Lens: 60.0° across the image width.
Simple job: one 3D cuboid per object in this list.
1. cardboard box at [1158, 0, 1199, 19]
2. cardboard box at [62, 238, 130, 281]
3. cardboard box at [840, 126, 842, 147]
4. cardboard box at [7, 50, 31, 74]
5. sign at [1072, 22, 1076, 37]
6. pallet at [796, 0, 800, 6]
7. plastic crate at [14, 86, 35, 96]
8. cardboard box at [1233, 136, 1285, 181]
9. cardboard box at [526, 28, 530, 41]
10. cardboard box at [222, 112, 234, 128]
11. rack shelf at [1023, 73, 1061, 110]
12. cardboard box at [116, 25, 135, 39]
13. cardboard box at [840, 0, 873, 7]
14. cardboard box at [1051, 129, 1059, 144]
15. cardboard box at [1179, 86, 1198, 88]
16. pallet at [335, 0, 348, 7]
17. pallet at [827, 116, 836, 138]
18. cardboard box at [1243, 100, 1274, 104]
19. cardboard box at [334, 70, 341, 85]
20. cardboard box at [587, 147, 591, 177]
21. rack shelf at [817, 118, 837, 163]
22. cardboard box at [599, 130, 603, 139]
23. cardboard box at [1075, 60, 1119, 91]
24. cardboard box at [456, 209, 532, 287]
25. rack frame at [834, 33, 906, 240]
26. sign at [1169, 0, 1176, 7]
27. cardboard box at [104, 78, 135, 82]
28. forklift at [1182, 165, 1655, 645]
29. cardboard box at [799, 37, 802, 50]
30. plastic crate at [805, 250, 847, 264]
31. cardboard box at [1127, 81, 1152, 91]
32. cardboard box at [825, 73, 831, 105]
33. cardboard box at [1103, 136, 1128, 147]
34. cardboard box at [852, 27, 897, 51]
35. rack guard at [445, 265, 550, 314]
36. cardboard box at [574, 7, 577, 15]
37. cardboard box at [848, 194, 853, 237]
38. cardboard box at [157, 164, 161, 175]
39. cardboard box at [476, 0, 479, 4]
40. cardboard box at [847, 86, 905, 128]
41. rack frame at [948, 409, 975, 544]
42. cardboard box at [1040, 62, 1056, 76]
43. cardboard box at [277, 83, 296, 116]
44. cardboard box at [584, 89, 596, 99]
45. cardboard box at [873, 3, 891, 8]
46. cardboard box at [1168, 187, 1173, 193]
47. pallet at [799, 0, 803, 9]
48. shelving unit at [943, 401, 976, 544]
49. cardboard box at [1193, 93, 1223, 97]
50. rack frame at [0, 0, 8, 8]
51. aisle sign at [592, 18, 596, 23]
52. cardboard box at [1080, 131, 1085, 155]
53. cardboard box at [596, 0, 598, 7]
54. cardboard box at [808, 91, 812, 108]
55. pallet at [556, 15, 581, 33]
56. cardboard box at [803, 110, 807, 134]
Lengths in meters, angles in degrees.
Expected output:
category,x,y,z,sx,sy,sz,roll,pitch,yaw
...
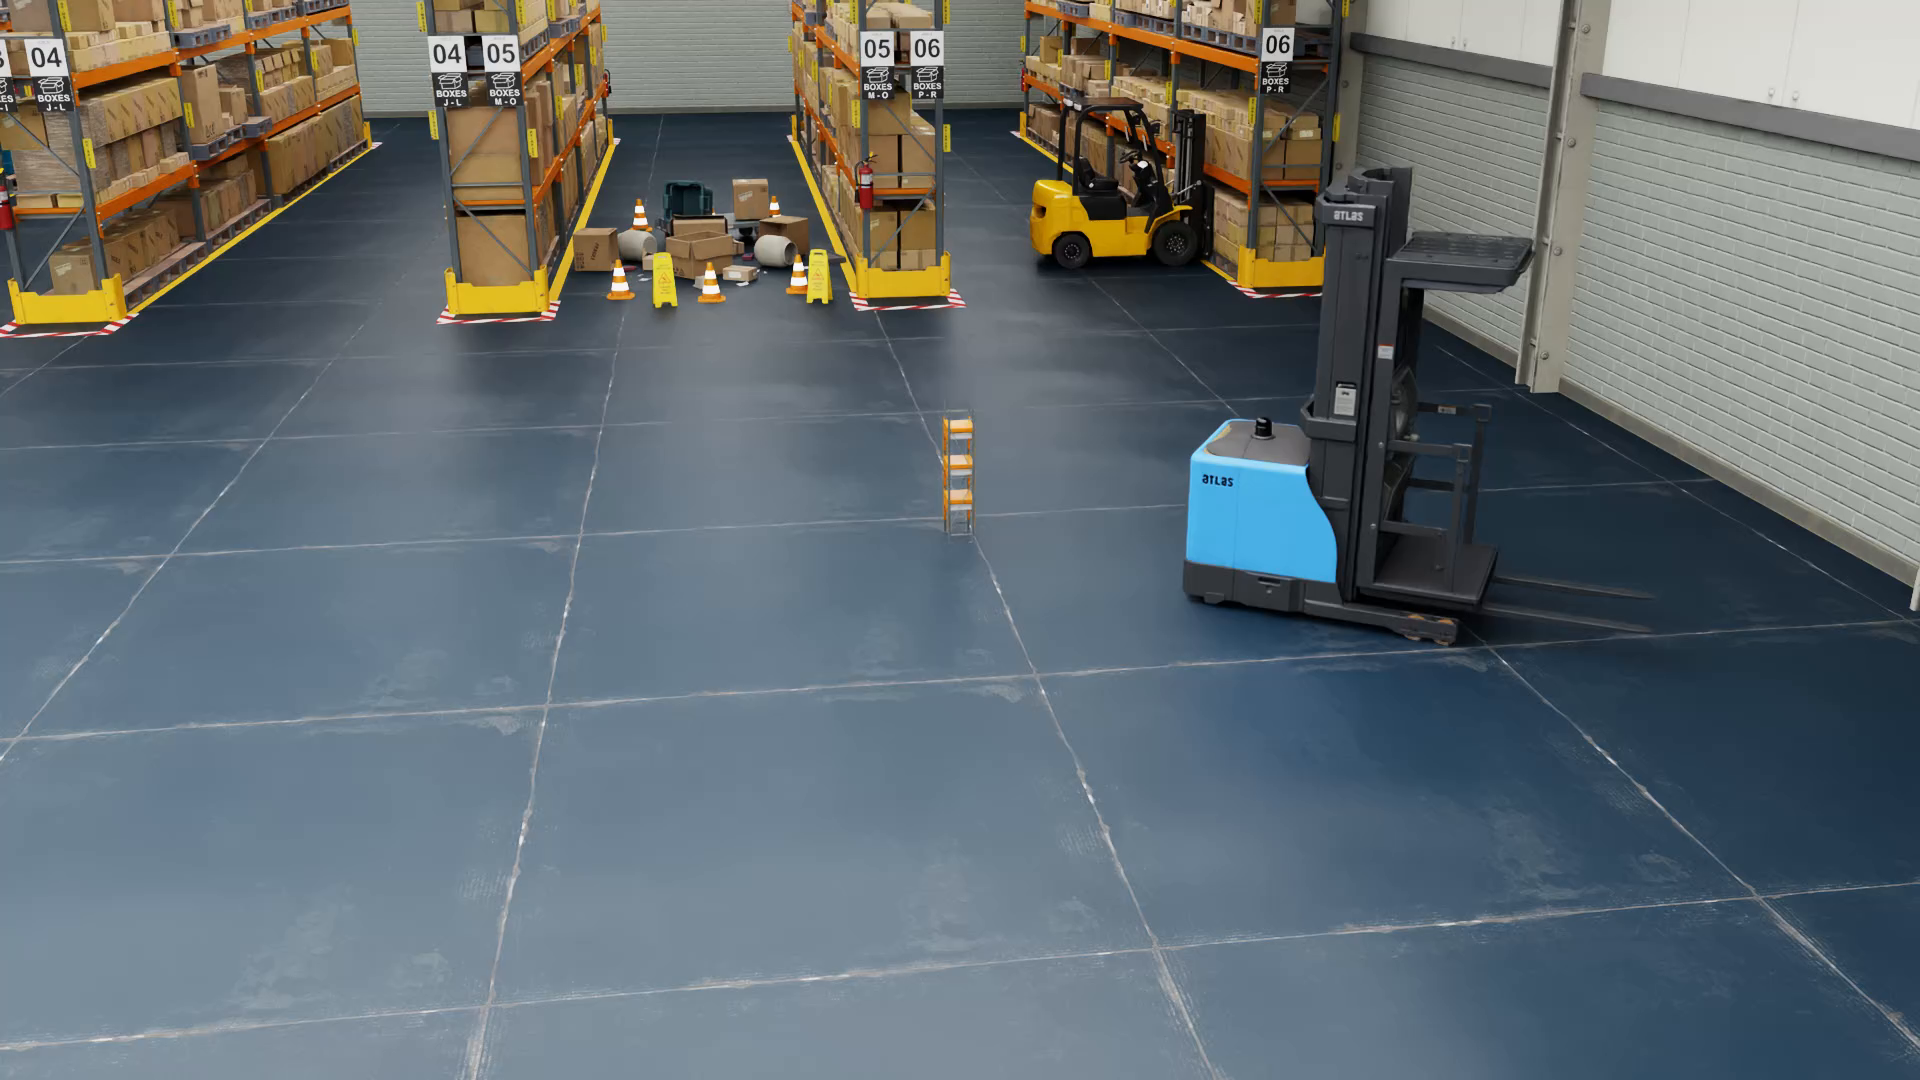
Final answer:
category,x,y,z,sx,sy,sz,roll,pitch,yaw
cardboard box,3.281,-7.976,24.881,0.500,0.311,0.500,-4,21,-9
cardboard box,-10.709,-3.442,20.618,0.500,0.500,0.500,2,21,6
cardboard box,-1.402,-5.726,23.192,0.500,0.500,0.500,-3,21,-8
cardboard box,-10.836,-5.483,19.037,0.500,0.250,0.500,-2,21,-6
sign,2.448,-10.997,35.766,0.100,0.325,0.005,-3,21,-8
pallet,-2.718,-10.718,32.965,1.003,0.211,1.213,-3,21,-8
plastic crate,-17.027,-8.279,30.418,0.402,0.464,0.583,-3,21,-8
cardboard box,3.872,-4.950,21.539,0.500,0.500,0.500,-3,21,-9
cardboard box,-5.434,-6.138,20.192,0.380,0.149,0.250,-3,21,-7
cardboard box,-11.161,-6.334,24.980,0.396,0.266,0.258,-4,21,-9
rack shelf,2.185,-9.256,34.239,1.077,0.370,4.000,-3,21,-8
cardboard box,-10.564,-6.347,20.780,0.380,0.149,0.250,-2,21,-5
cardboard box,-1.495,-7.839,24.030,0.500,0.250,0.500,-2,21,-7
cardboard box,2.051,-8.118,33.472,0.396,0.266,0.258,-2,21,-6
cardboard box,3.614,-7.144,26.487,0.380,0.149,0.250,-3,21,-7
pallet,-12.704,-10.641,32.760,1.003,0.211,1.213,-3,21,-8
pallet,-1.536,-6.491,26.082,1.003,0.211,1.213,-3,21,-8
cardboard box,4.130,-5.991,22.975,0.380,0.149,0.250,-2,21,-6
cardboard box,-12.264,-8.917,32.092,0.500,0.250,0.500,-3,21,-8
cardboard box,-6.750,-6.614,29.110,0.500,0.500,0.500,-3,21,-9
rack shelf,-1.573,-6.234,26.150,1.077,0.370,4.000,-3,21,-8
cardboard box,-7.290,-8.039,33.003,0.380,0.149,0.250,-3,21,-7
cardboard box,2.509,-8.514,30.482,0.700,0.500,0.500,-3,21,-8
cardboard box,-5.755,-3.642,20.617,0.875,0.875,0.875,-3,21,-7
rack frame,-1.285,-5.879,24.170,1.000,3.000,0.127,-3,21,-8
sign,3.091,-7.895,24.091,0.100,0.325,0.005,-3,21,-8
cardboard box,-11.278,-5.865,22.135,0.500,0.500,0.500,-3,21,-8
forklift,3.113,-0.897,10.929,3.031,2.935,1.130,9,22,22
cardboard box,-2.845,-9.490,32.265,0.500,0.500,0.500,-3,21,-9
plastic crate,-1.870,-3.926,23.114,0.402,0.080,0.583,-11,23,-26
cardboard box,2.956,-7.471,27.363,0.380,0.149,0.250,-3,21,-7
cardboard box,-1.861,-7.116,26.313,0.500,0.500,0.500,-3,21,-7
cardboard box,2.728,-7.003,29.225,0.380,0.149,0.250,-4,21,-10
cardboard box,-1.049,-6.132,20.349,0.500,0.250,0.500,-3,21,-8
rack guard,-5.589,-3.030,20.115,1.175,0.500,0.348,-3,21,-8
cardboard box,-6.644,-8.815,27.601,0.500,0.500,0.500,-3,21,-8
cardboard box,-1.226,-4.374,22.398,0.500,0.500,0.500,-3,21,-9
cardboard box,-10.715,-4.851,21.777,0.380,0.149,0.250,-3,21,-8
cardboard box,-6.196,-6.742,20.668,0.380,0.149,0.250,-3,21,-7
cardboard box,-1.064,-5.490,21.131,0.700,0.500,0.500,-3,21,-7
rack frame,0.010,-0.468,12.469,0.200,1.050,0.008,-3,21,-8
cardboard box,1.939,-9.658,34.077,0.500,0.250,0.500,-3,21,-9
cardboard box,-11.693,-7.522,28.425,0.500,0.500,0.500,-3,21,-8
cardboard box,-7.039,-8.361,31.174,0.380,0.149,0.250,-2,21,-6
cardboard box,-1.023,-7.441,23.285,0.380,0.149,0.250,-2,21,-7
cardboard box,3.390,-5.090,24.673,0.500,0.250,0.500,-3,21,-8
pallet,-2.546,-10.296,31.836,1.003,0.211,1.213,-3,21,-8
shelving unit,-0.008,-0.510,12.582,0.215,1.050,0.252,-3,21,-8
cardboard box,3.551,-6.322,23.859,0.380,0.149,0.250,-3,21,-9
rack frame,-17.146,-10.710,28.529,1.000,3.000,0.127,-3,21,-8
aisle sign,-7.612,-11.007,34.185,0.394,0.787,0.004,-3,21,-8
cardboard box,2.474,-7.391,31.189,0.500,0.500,0.500,-4,21,-9
cardboard box,-7.491,-10.764,33.175,0.500,0.250,0.500,-3,21,-8
cardboard box,-2.439,-7.882,29.747,0.500,0.250,0.500,-3,21,-9
pallet,-6.600,-8.076,26.034,1.213,0.211,1.003,-2,21,-5
cardboard box,-2.821,-8.807,35.070,0.875,0.438,0.875,-4,21,-10
